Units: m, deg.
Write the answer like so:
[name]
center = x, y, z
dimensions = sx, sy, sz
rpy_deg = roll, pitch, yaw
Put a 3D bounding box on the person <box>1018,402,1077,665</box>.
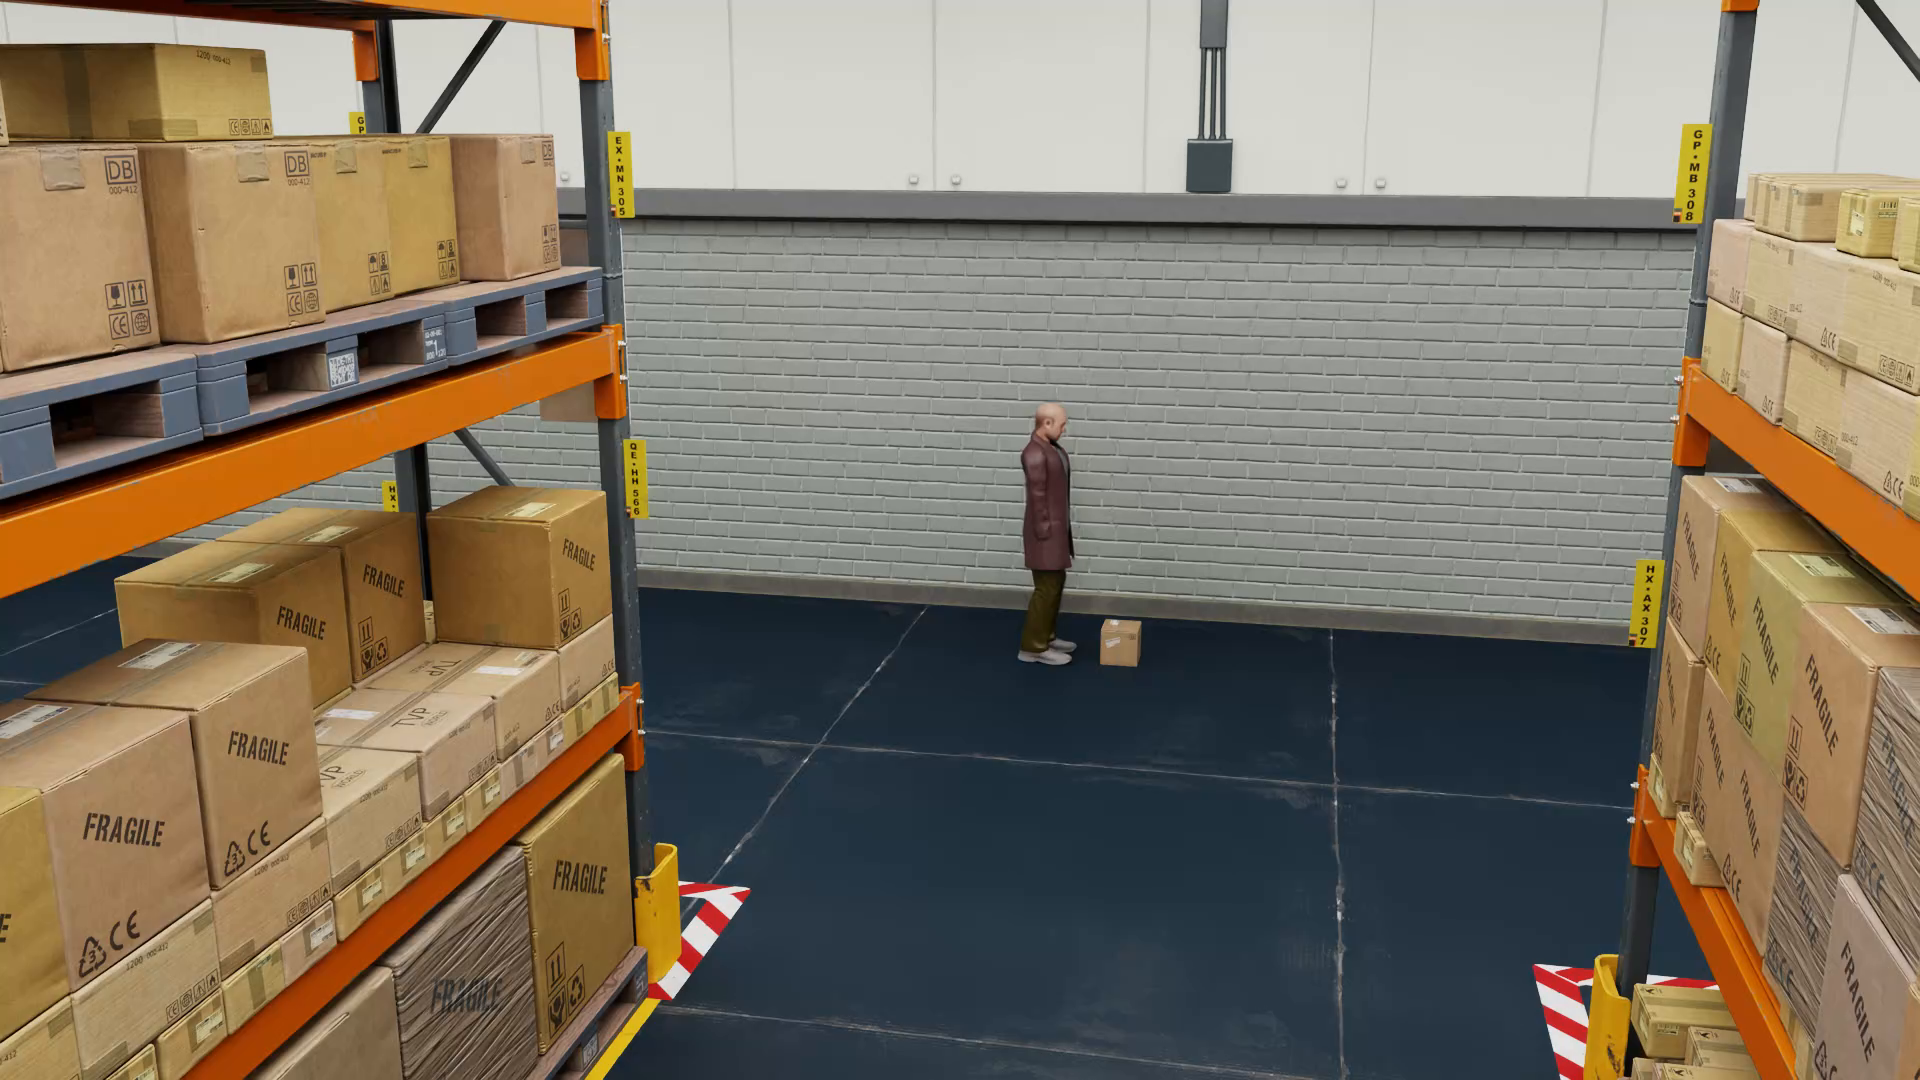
[person]
center = 0.609, -0.059, 11.291
dimensions = 0.384, 1.772, 0.563
rpy_deg = 3, 15, 12
